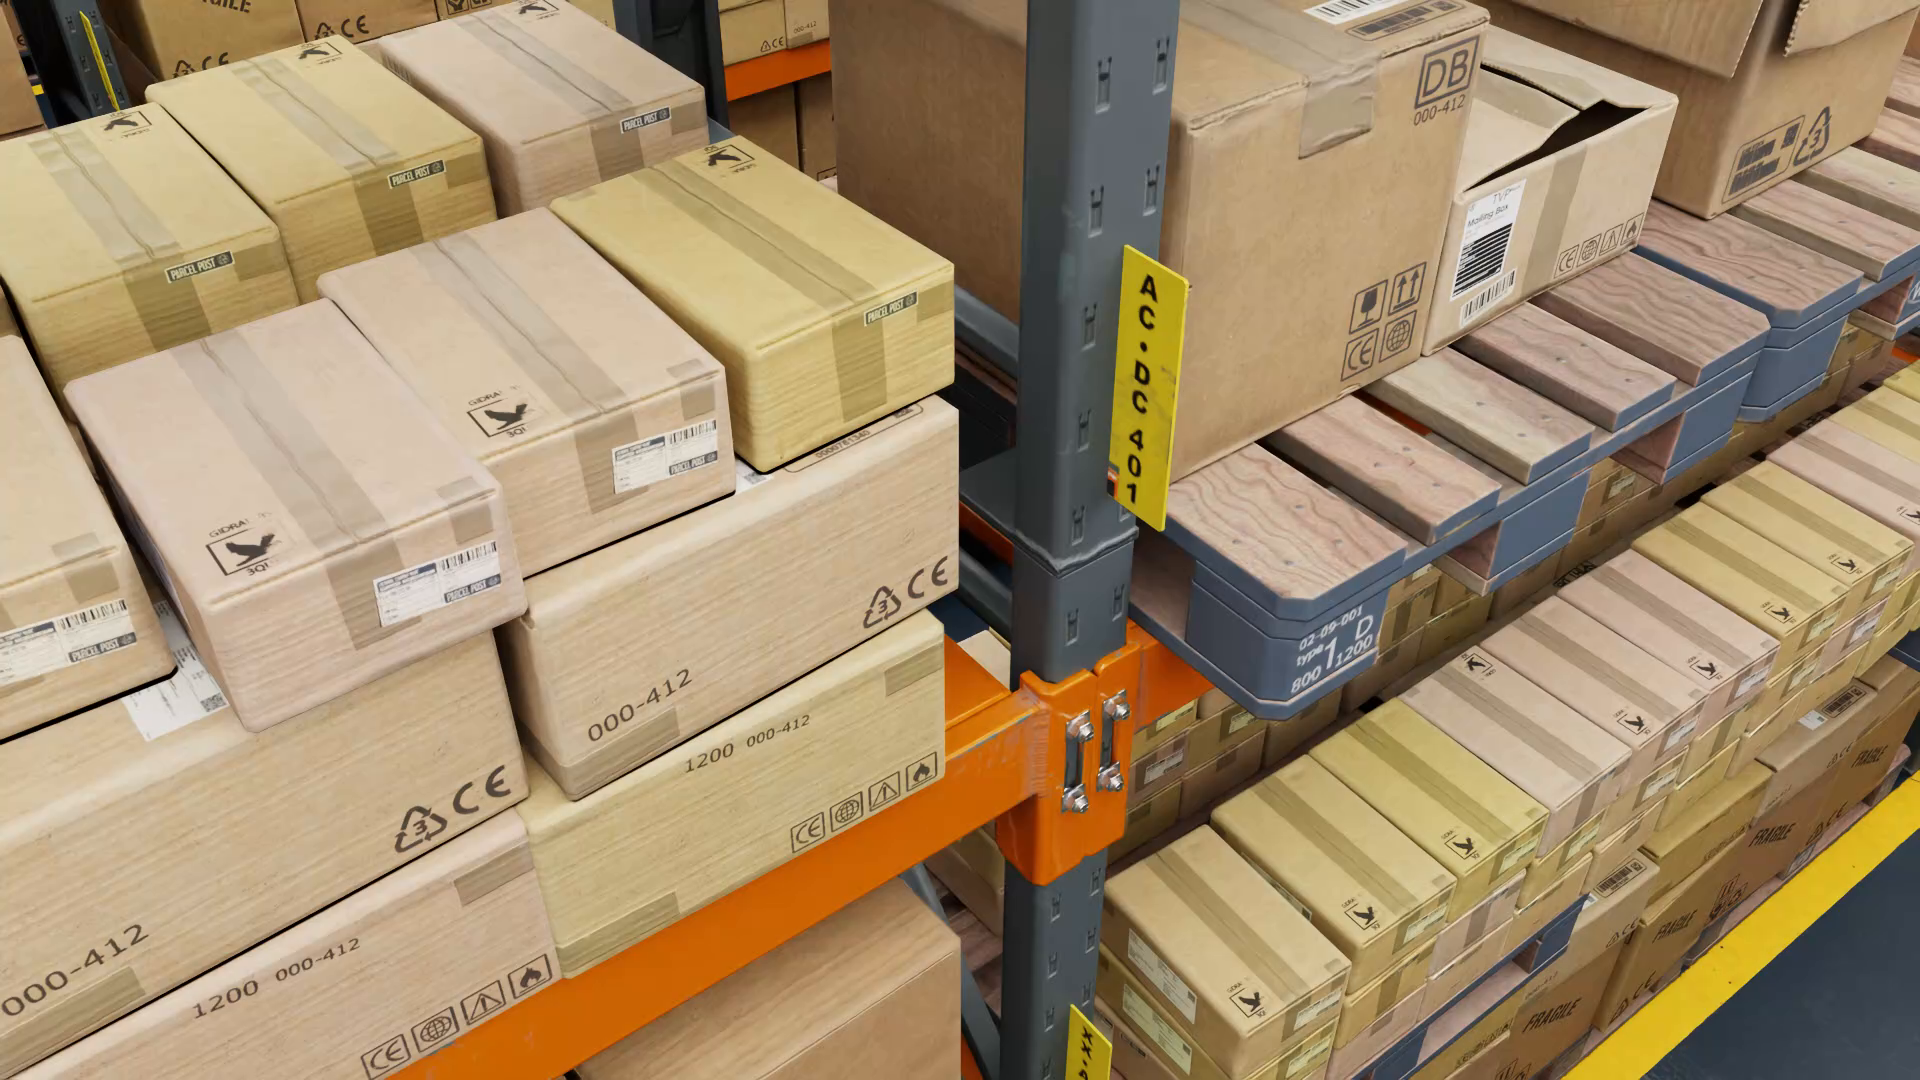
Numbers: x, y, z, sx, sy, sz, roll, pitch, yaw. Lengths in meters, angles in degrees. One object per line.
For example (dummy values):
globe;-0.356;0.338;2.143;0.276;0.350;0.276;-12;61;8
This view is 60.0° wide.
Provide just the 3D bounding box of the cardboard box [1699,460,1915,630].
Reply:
cardboard box;1.897;0.008;3.773;0.250;0.149;0.380;-24;45;-26

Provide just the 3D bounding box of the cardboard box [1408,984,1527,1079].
cardboard box;1.029;1.085;4.111;0.500;0.250;0.500;-25;45;-27

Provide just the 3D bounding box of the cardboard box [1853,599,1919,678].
cardboard box;2.108;0.135;4.087;0.250;0.149;0.380;-28;47;-30

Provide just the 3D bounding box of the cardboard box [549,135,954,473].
cardboard box;-0.219;-0.260;1.747;0.250;0.149;0.380;-28;47;-30

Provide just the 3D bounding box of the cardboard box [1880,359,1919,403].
cardboard box;2.516;-0.294;4.141;0.250;0.149;0.380;-25;45;-27

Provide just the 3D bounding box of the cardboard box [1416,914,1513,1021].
cardboard box;0.871;0.739;3.351;0.250;0.149;0.380;-26;46;-28

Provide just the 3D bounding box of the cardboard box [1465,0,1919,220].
cardboard box;1.167;-0.963;2.781;0.637;0.503;0.797;-27;46;-29

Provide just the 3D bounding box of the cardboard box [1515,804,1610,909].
cardboard box;1.069;0.527;3.375;0.250;0.149;0.380;-28;47;-30

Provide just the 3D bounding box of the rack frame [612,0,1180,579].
rack frame;-0.138;-1.389;1.348;0.127;3.000;1.000;-26;46;-28

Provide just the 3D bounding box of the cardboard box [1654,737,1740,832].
cardboard box;1.487;0.437;3.719;0.250;0.149;0.380;-27;46;-29

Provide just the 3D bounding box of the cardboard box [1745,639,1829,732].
cardboard box;1.693;0.224;3.745;0.250;0.149;0.380;-27;46;-29

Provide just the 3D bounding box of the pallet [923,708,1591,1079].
pallet;0.556;0.782;3.583;1.213;0.211;1.003;-26;46;-28

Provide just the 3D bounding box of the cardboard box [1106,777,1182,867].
cardboard box;0.262;0.511;3.629;0.250;0.149;0.380;-26;46;-28

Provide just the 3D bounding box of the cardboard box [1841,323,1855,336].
cardboard box;2.337;-0.724;4.666;0.250;0.149;0.380;-27;47;-29

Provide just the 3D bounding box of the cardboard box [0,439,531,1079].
cardboard box;-0.769;0.137;1.577;0.500;0.250;0.500;-28;47;-30

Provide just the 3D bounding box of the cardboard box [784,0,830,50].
cardboard box;-0.701;-2.476;7.522;0.500;0.250;0.500;-25;46;-27

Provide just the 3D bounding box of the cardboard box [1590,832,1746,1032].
cardboard box;1.848;0.986;4.823;0.500;0.500;0.500;-28;47;-30

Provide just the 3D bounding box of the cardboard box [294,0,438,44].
cardboard box;-2.324;-2.181;6.177;0.500;0.500;0.500;-26;46;-28

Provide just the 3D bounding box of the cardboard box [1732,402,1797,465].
cardboard box;2.129;-0.401;4.741;0.250;0.149;0.380;-24;45;-26

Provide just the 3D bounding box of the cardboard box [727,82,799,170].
cardboard box;-1.371;-1.839;7.971;0.875;0.875;0.875;-25;46;-28

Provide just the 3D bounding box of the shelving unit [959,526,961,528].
shelving unit;-0.005;-0.432;6.390;1.048;1.125;0.538;-26;46;-28

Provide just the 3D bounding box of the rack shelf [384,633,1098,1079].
rack shelf;-1.724;0.822;1.585;4.000;0.370;1.077;-26;46;-28

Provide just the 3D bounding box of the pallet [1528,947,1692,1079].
pallet;1.446;1.233;5.081;1.213;0.211;1.003;-26;46;-28

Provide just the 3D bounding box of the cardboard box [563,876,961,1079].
cardboard box;-0.346;0.708;2.420;0.500;0.500;0.500;-28;47;-30

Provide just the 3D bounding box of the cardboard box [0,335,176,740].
cardboard box;-0.871;0.005;1.424;0.250;0.149;0.380;-24;45;-27

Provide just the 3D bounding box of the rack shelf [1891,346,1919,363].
rack shelf;4.619;-1.110;6.306;4.000;0.370;1.077;-26;46;-28

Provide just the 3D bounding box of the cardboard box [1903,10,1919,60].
cardboard box;1.948;-1.074;3.251;0.500;0.500;0.500;-26;46;-28

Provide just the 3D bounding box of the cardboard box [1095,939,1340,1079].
cardboard box;0.454;0.829;3.007;0.250;0.149;0.380;-25;46;-27

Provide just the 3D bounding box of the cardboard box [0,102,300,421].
cardboard box;-0.917;-0.314;1.813;0.250;0.149;0.380;-26;46;-29

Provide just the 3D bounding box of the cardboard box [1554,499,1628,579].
cardboard box;1.506;-0.096;4.369;0.250;0.149;0.380;-25;46;-28

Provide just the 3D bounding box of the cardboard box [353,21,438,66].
cardboard box;-2.318;-1.899;6.424;0.500;0.250;0.500;-25;46;-27

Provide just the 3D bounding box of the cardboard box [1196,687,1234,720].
cardboard box;0.480;0.179;3.565;0.250;0.149;0.380;-28;47;-29

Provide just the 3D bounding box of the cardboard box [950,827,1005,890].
cardboard box;0.057;0.497;3.411;0.250;0.149;0.380;-25;45;-27

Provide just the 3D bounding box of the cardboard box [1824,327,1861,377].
cardboard box;2.314;-0.604;4.754;0.250;0.149;0.380;-24;45;-26

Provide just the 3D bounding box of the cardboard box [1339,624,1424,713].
cardboard box;0.876;0.209;3.997;0.250;0.149;0.380;-28;47;-30

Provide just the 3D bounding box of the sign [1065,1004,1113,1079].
sign;0.199;0.866;2.647;0.005;0.325;0.100;-26;46;-28

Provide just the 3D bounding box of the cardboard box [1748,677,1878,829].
cardboard box;2.257;0.495;4.830;0.500;0.250;0.500;-25;46;-28

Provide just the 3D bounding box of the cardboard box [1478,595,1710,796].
cardboard box;1.279;0.311;3.404;0.250;0.149;0.380;-26;46;-28

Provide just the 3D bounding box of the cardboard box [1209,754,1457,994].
cardboard box;0.672;0.603;3.047;0.250;0.149;0.380;-25;45;-27

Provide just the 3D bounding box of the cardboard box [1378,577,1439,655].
cardboard box;0.885;0.092;3.905;0.250;0.149;0.380;-28;47;-30

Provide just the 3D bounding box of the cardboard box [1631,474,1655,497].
cardboard box;1.706;-0.306;4.390;0.250;0.149;0.380;-26;46;-28

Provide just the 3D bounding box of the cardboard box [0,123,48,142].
cardboard box;-3.447;-1.251;5.831;0.500;0.500;0.500;-26;46;-28

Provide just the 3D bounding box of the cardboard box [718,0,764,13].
cardboard box;-1.090;-2.478;7.130;0.500;0.250;0.500;-27;47;-29

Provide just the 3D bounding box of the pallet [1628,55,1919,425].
pallet;1.237;-0.744;3.075;1.003;0.211;1.213;-26;46;-28
